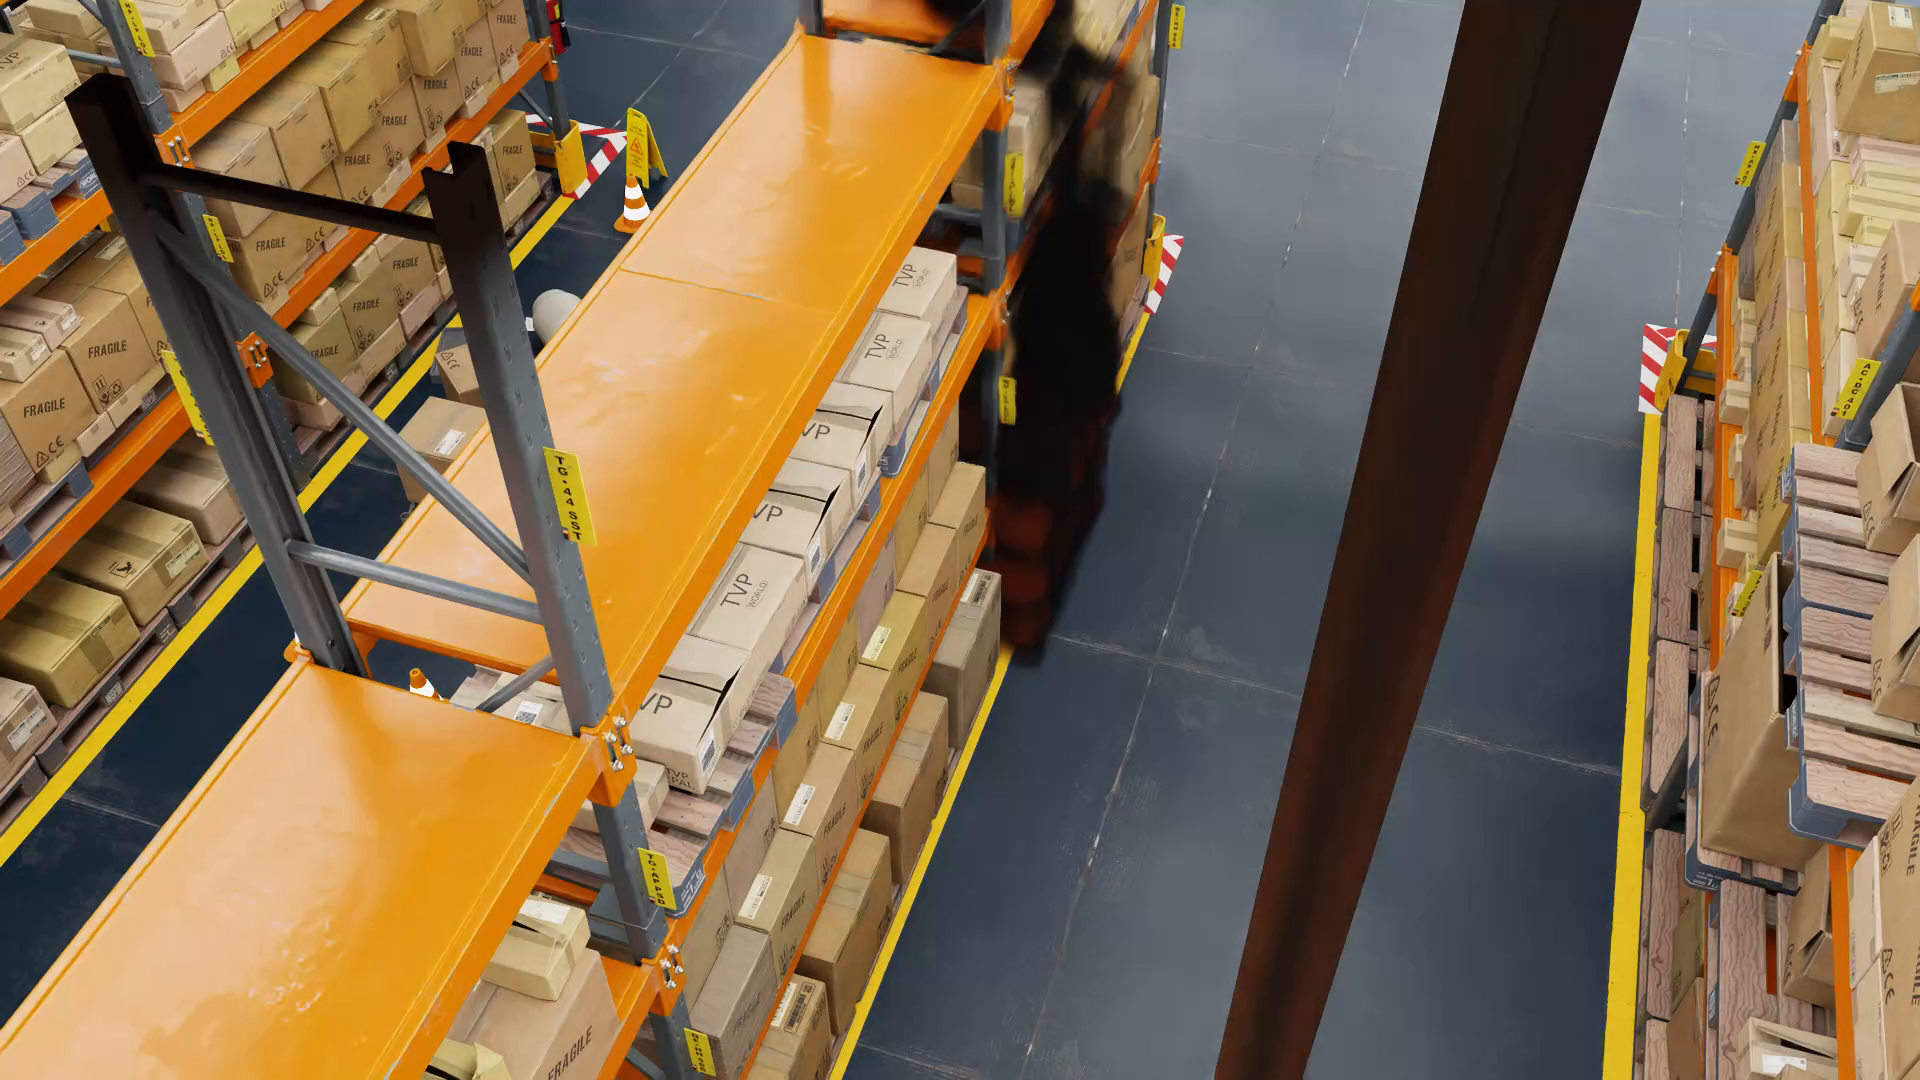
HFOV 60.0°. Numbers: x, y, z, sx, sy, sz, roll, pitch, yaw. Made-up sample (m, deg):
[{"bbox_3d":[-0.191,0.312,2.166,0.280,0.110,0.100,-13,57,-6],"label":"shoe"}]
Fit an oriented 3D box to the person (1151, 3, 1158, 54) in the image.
[{"bbox_3d":[1.467,-4.225,14.074,0.575,1.584,0.508,-24,50,-22],"label":"person"}]
